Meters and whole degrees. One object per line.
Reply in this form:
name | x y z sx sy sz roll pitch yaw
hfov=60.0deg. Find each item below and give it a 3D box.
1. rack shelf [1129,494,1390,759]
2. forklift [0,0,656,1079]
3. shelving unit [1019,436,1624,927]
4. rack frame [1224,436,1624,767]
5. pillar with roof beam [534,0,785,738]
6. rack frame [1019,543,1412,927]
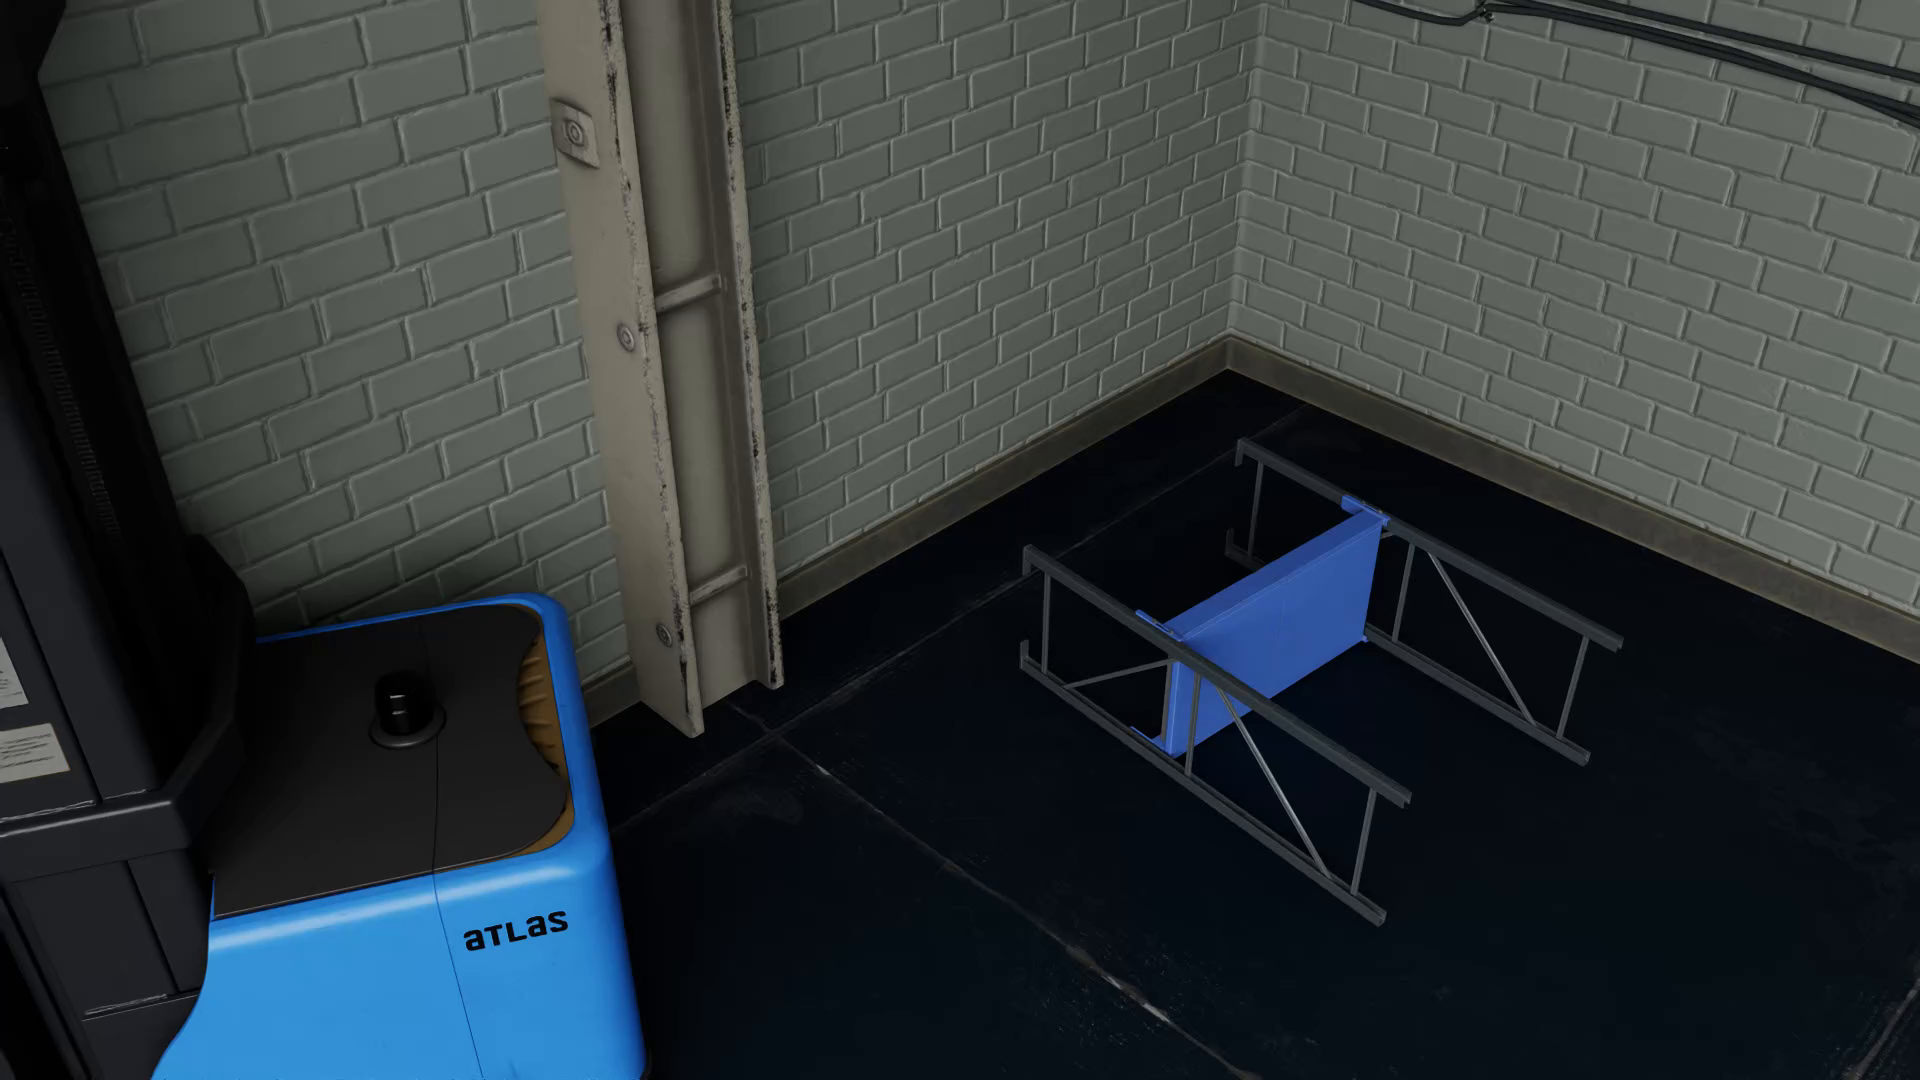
rack shelf | 0.969 0.281 5.376 1.000 0.538 0.185 -26 42 -32
forklift | -2.303 0.306 3.249 3.031 2.935 1.130 -10 36 -14
shelving unit | 1.085 0.360 5.263 1.048 0.538 1.500 -26 42 -32
rack frame | 1.473 0.172 5.533 0.032 0.500 1.500 -26 42 -32
pillar with roof beam | 2.224 -1.460 0.477 9.100 9.000 0.400 30 45 35
rack frame | 0.697 0.548 4.994 0.032 0.500 1.500 -26 42 -32
